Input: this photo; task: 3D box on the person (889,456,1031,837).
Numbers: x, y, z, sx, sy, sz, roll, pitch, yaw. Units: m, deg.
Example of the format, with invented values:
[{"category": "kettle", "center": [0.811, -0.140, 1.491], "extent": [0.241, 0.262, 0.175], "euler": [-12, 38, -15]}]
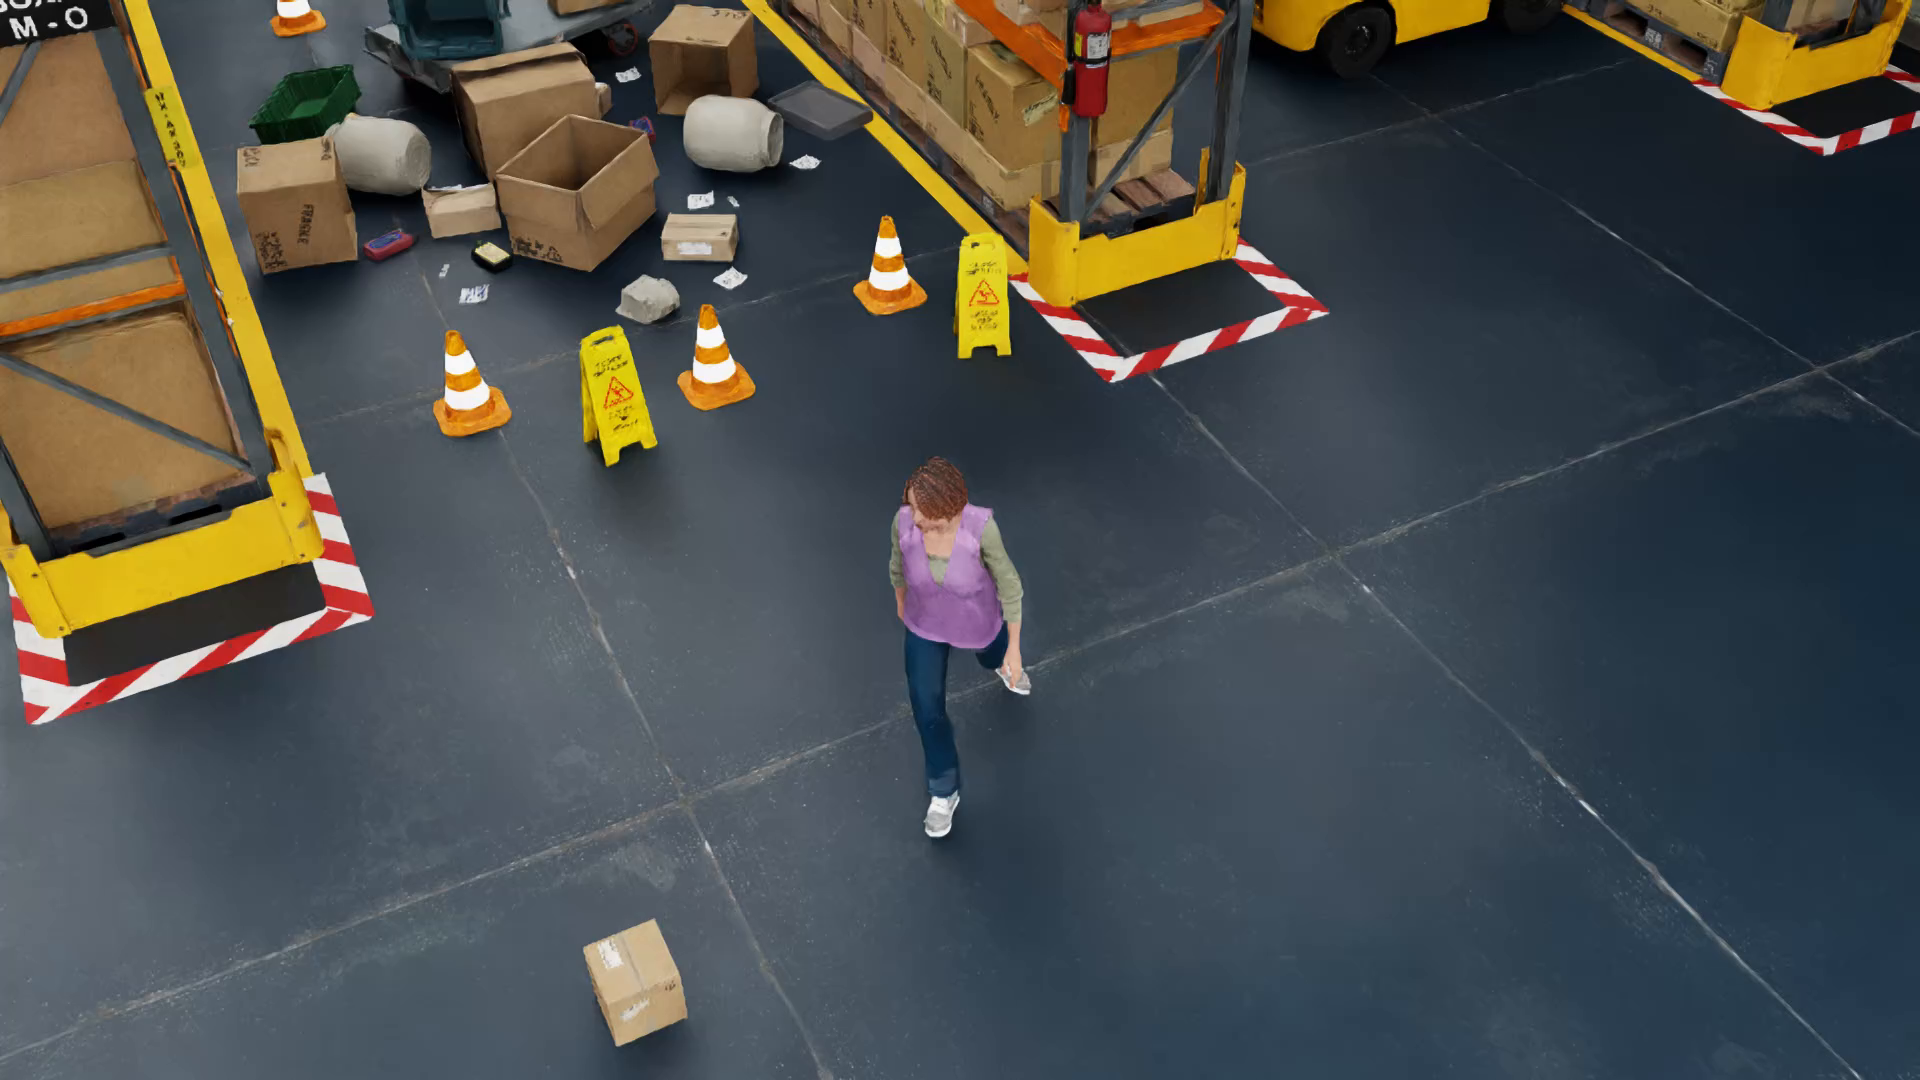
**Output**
[{"category": "person", "center": [0.002, 0.248, 5.909], "extent": [0.497, 1.545, 0.922], "euler": [4, 42, 4]}]
